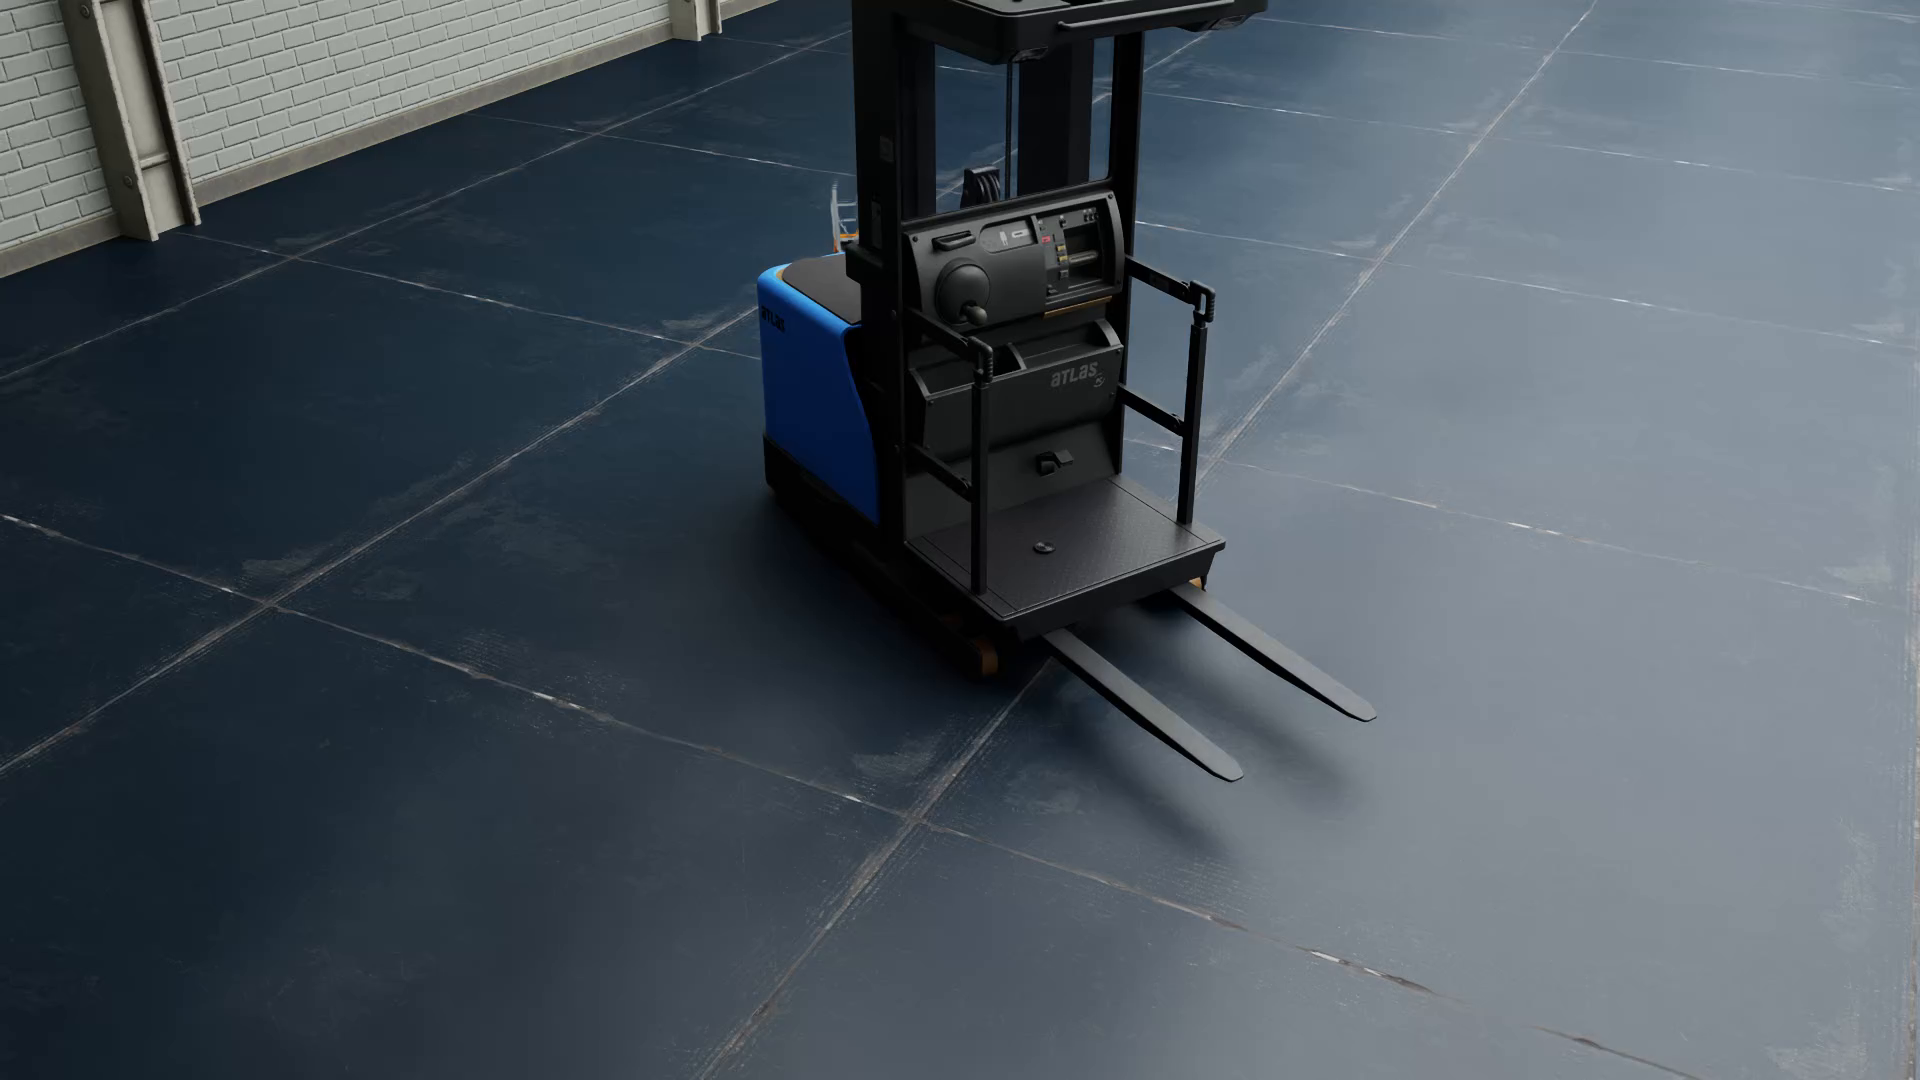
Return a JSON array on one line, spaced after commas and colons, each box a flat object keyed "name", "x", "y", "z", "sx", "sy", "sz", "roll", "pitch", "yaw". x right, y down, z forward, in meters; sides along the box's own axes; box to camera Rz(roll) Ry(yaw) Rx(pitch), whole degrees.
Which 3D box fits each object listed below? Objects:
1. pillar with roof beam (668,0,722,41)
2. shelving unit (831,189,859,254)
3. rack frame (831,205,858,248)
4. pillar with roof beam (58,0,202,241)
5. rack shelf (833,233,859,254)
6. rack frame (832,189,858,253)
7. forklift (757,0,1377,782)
[{"name": "pillar with roof beam", "x": 1.393, "y": -7.602, "z": 11.451, "sx": 9.100, "sy": 9.000, "sz": 0.400, "roll": 14, "pitch": 33, "yaw": 23}, {"name": "shelving unit", "x": -0.468, "y": -1.150, "z": 8.241, "sx": 0.258, "sy": 1.200, "sz": 0.189, "roll": -4, "pitch": -13, "yaw": -7}, {"name": "rack frame", "x": -0.478, "y": -1.128, "z": 8.329, "sx": 0.240, "sy": 1.200, "sz": 0.006, "roll": -4, "pitch": -13, "yaw": -7}, {"name": "pillar with roof beam", "x": -1.340, "y": -4.942, "z": 6.819, "sx": 9.100, "sy": 9.000, "sz": 0.400, "roll": 14, "pitch": 33, "yaw": 23}, {"name": "rack shelf", "x": -0.501, "y": -1.455, "z": 8.313, "sx": 0.258, "sy": 0.103, "sz": 0.180, "roll": -4, "pitch": -13, "yaw": -7}, {"name": "rack frame", "x": -0.459, "y": -1.172, "z": 8.152, "sx": 0.240, "sy": 1.200, "sz": 0.006, "roll": -4, "pitch": -13, "yaw": -7}, {"name": "forklift", "x": 0.339, "y": -1.011, "z": 6.068, "sx": 1.130, "sy": 2.935, "sz": 3.031, "roll": -18, "pitch": 34, "yaw": -28}]
